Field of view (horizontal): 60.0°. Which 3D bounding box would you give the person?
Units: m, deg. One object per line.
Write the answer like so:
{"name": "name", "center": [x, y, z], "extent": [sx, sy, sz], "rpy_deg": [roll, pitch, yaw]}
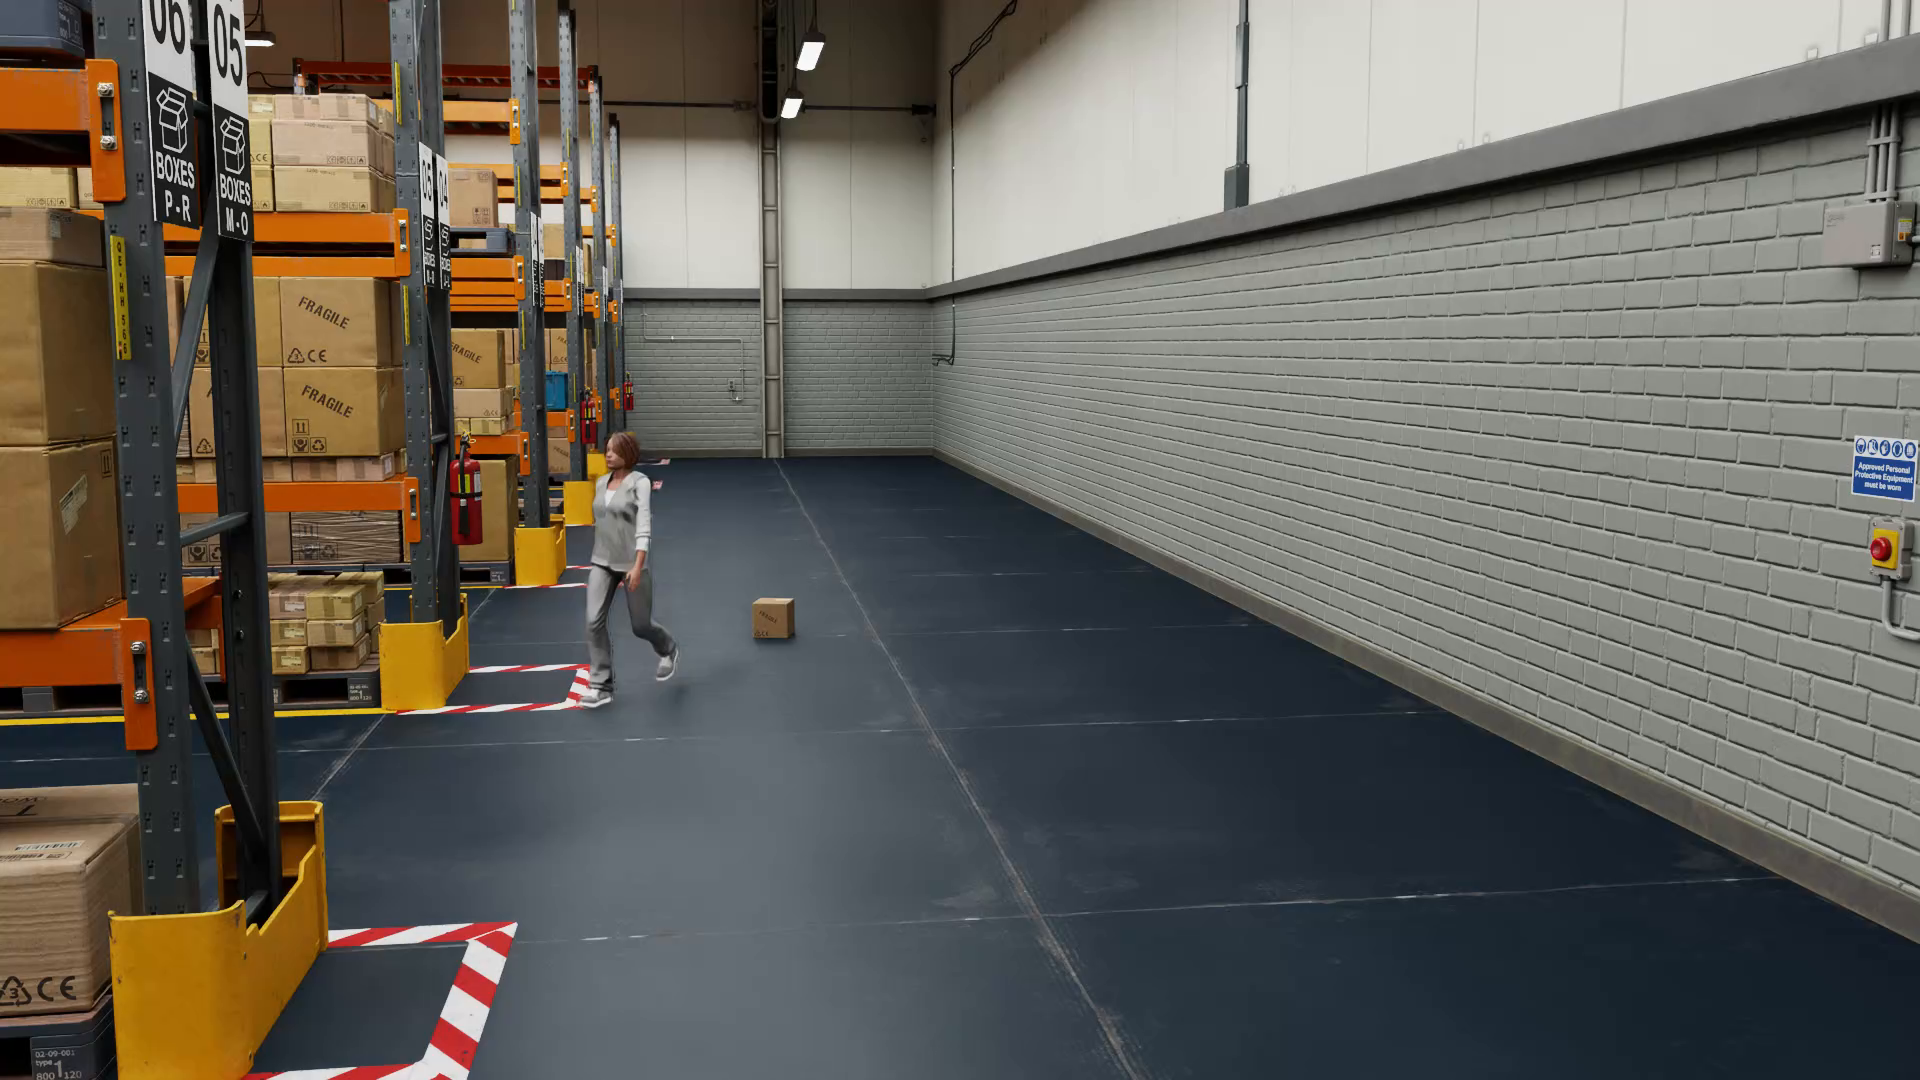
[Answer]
{"name": "person", "center": [-1.926, 0.147, 9.646], "extent": [0.397, 1.553, 0.841], "rpy_deg": [2, 7, 19]}
